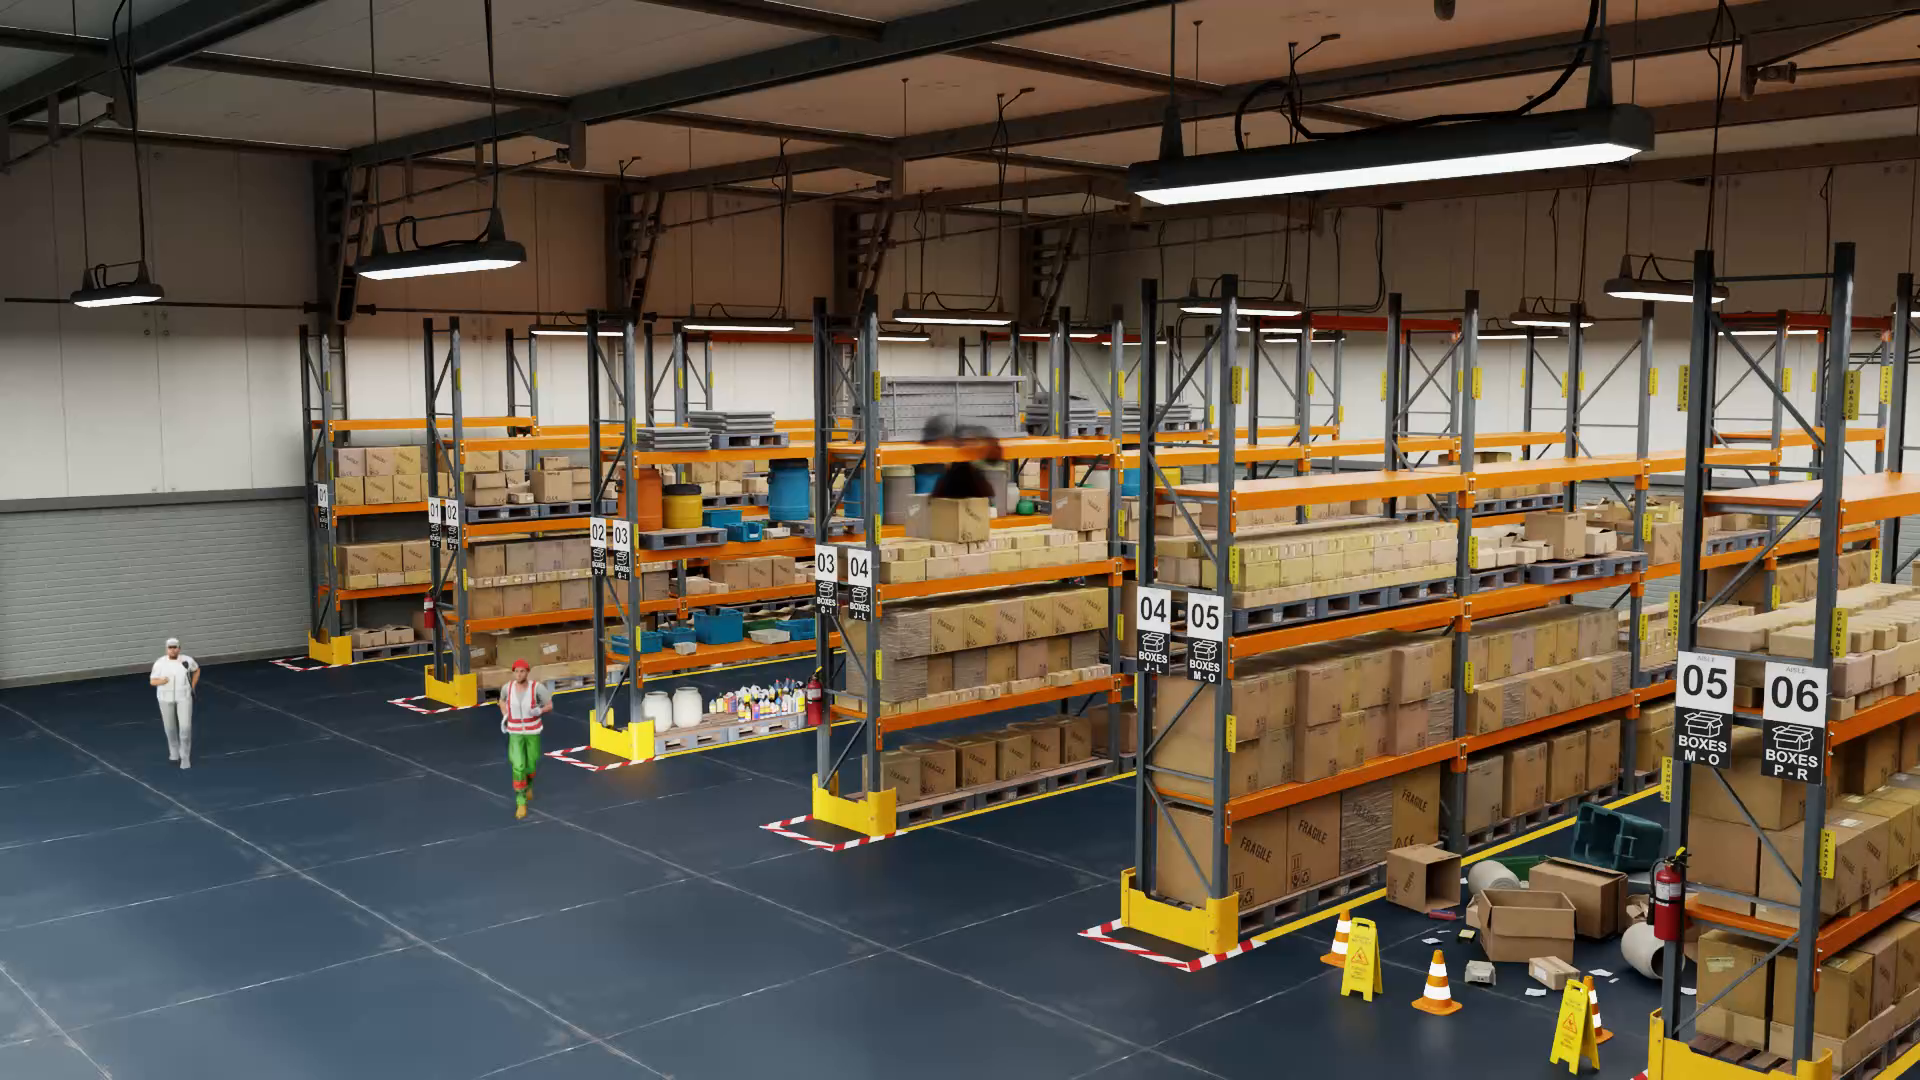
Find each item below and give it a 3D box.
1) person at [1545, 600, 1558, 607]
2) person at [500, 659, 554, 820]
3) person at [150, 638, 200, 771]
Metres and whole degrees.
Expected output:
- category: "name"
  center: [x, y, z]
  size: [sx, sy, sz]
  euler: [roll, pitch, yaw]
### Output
- category: "person"
  center: [9.313, 1.724, 26.269]
  size: [0.521, 1.561, 0.570]
  euler: [5, 8, 41]
- category: "person"
  center: [-5.105, 2.292, 19.602]
  size: [0.629, 1.817, 0.912]
  euler: [-1, 6, -12]
- category: "person"
  center: [-10.296, 2.134, 21.834]
  size: [0.587, 1.719, 0.722]
  euler: [-2, 6, -21]
